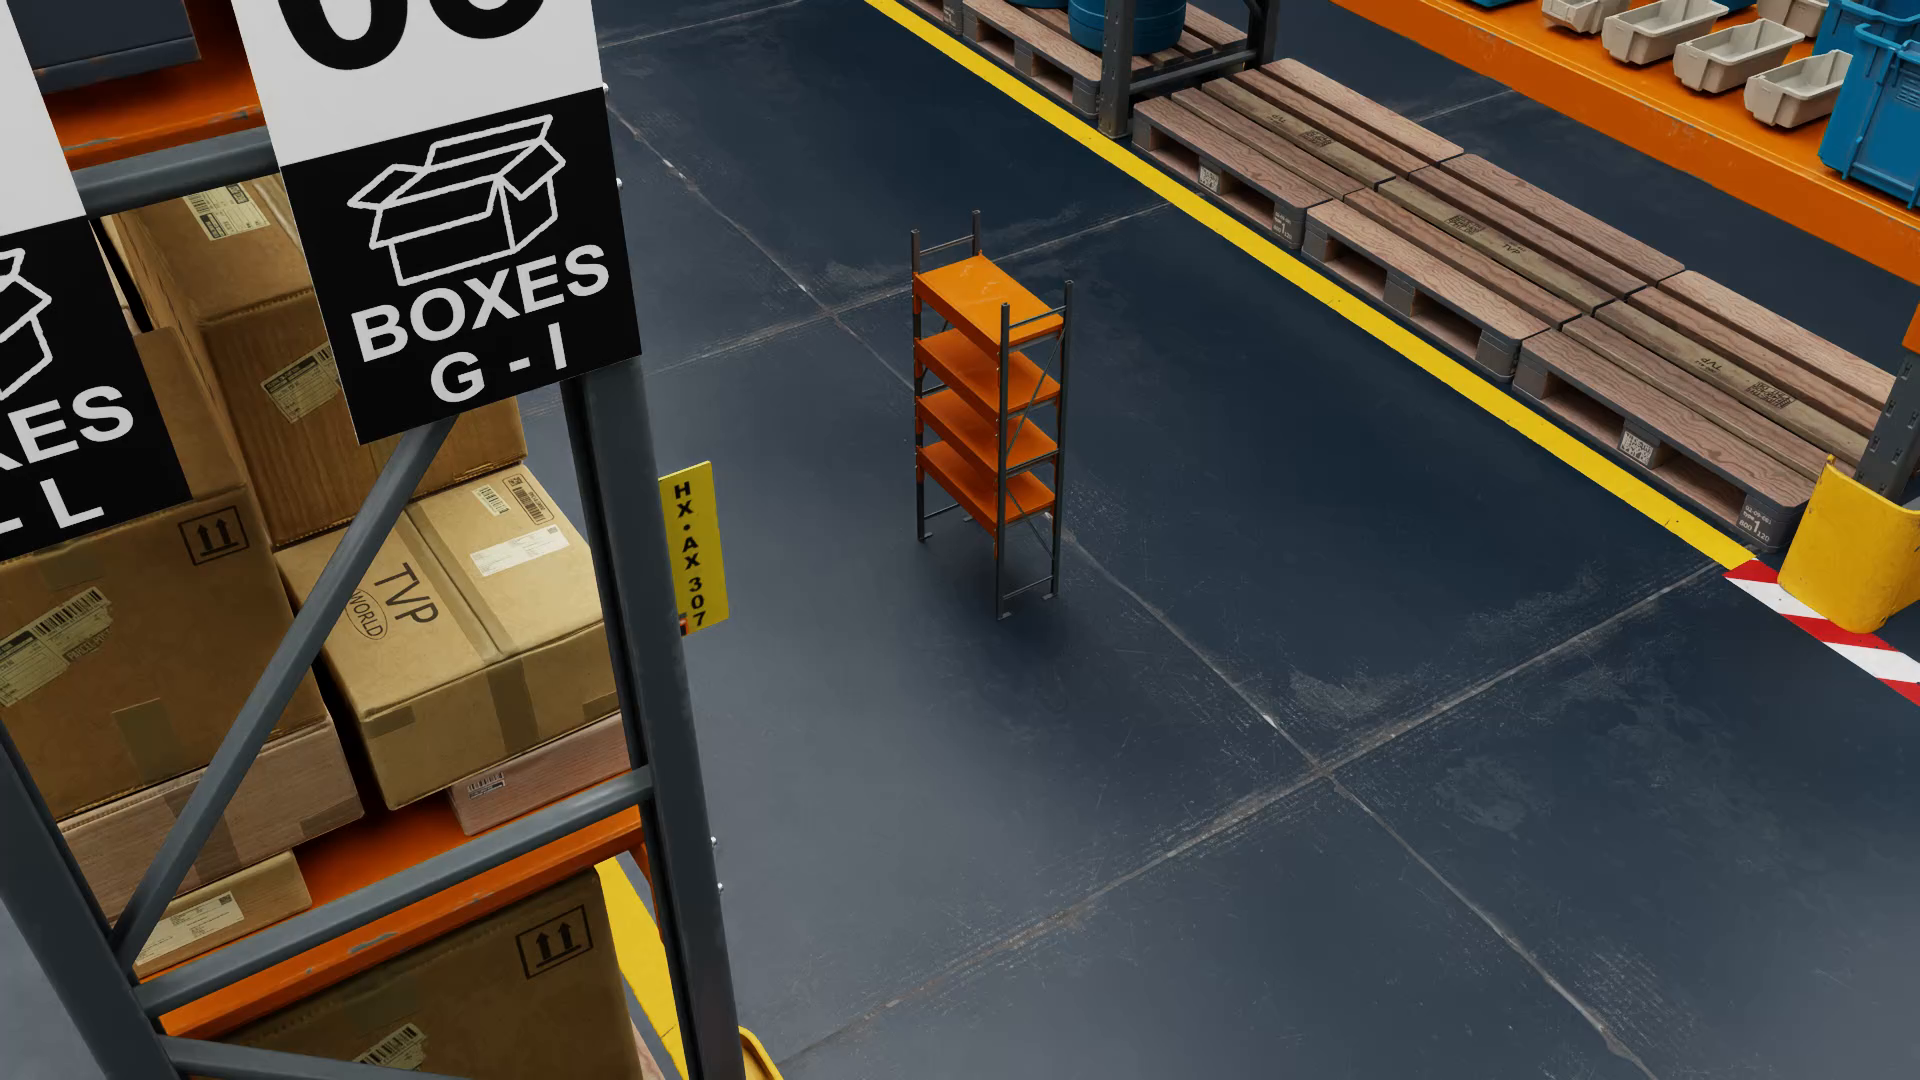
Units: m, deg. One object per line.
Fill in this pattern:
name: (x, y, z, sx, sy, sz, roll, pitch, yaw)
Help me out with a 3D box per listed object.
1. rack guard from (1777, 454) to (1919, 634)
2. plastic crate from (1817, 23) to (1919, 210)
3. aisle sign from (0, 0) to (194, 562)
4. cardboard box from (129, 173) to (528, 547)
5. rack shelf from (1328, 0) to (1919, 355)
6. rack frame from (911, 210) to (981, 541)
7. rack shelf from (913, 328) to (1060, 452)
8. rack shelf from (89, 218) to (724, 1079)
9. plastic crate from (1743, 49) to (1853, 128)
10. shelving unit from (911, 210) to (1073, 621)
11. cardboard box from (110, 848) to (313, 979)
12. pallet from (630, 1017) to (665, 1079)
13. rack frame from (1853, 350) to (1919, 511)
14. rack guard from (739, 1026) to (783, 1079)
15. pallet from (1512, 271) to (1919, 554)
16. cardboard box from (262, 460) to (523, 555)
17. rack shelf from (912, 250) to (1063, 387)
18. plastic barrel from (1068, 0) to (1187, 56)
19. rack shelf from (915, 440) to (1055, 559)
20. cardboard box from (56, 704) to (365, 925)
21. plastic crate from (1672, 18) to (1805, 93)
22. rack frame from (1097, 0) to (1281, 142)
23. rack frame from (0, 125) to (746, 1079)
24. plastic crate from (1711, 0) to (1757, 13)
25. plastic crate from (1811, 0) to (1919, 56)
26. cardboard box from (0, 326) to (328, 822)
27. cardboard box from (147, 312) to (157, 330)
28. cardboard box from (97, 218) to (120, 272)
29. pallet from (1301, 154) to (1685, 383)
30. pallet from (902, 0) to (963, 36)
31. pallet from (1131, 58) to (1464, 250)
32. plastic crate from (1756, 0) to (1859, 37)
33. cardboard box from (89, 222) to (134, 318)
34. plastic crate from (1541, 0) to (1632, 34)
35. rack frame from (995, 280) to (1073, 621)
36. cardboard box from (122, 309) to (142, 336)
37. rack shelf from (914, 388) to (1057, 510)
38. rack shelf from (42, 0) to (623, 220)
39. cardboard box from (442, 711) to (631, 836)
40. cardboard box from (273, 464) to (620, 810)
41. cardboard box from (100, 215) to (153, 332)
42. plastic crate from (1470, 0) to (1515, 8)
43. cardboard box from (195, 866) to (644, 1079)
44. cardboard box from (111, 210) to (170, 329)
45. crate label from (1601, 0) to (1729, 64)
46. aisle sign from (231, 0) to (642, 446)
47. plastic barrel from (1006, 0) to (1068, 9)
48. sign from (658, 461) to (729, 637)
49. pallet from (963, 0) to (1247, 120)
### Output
rack guard: (3.302, -0.165, 5.557, 1.175, 0.500, 0.348, -22, 45, -24)
plastic crate: (2.941, -1.287, 4.876, 0.616, 0.435, 0.499, -22, 45, -24)
aisle sign: (-1.112, -0.285, 1.719, 0.394, 0.787, 0.004, -22, 45, -24)
cardboard box: (-1.197, -0.395, 3.180, 0.500, 0.500, 0.500, -23, 45, -25)
rack shelf: (2.203, -1.937, 6.293, 1.077, 0.370, 4.000, -22, 45, -24)
rack frame: (-0.042, -0.503, 5.417, 0.240, 1.200, 0.015, -22, 45, -24)
rack shelf: (0.089, -0.492, 5.159, 0.258, 0.148, 0.480, -22, 45, -24)
rack shelf: (-1.973, -0.232, 4.247, 1.077, 0.370, 4.000, -22, 45, -24)
plastic crate: (2.687, -1.433, 5.286, 0.396, 0.136, 0.243, -22, 45, -24)
shelving unit: (0.089, -0.372, 5.259, 0.258, 1.200, 0.503, -22, 45, -24)
cardboard box: (-1.367, 0.589, 2.896, 0.380, 0.149, 0.250, -21, 44, -24)
pallet: (-1.394, 1.238, 4.100, 1.003, 0.211, 1.213, -22, 45, -24)
rack frame: (3.278, -1.134, 4.767, 1.000, 3.000, 0.127, -22, 45, -24)
rack guard: (-0.885, 1.545, 3.506, 1.175, 0.500, 0.348, -22, 45, -24)
pallet: (2.867, -0.521, 6.210, 1.003, 0.211, 1.213, -22, 45, -24)
cardboard box: (-1.213, -0.116, 3.430, 0.500, 0.250, 0.500, -23, 45, -25)
rack shelf: (0.089, -0.673, 5.007, 0.258, 0.148, 0.480, -22, 45, -24)
plastic barrel: (0.849, -2.947, 8.255, 0.600, 0.901, 0.708, -22, 45, -24)
rack shelf: (0.089, -0.167, 5.429, 0.258, 0.148, 0.480, -22, 45, -24)
cardboard box: (-1.382, 0.344, 2.878, 0.500, 0.250, 0.500, -23, 45, -25)
plastic crate: (2.543, -1.595, 5.480, 0.396, 0.136, 0.243, -22, 45, -24)
rack frame: (1.127, -3.293, 7.358, 1.000, 3.000, 0.127, -22, 45, -24)
rack frame: (-0.901, 0.572, 2.720, 0.949, 2.616, 0.053, -22, 45, -24)
plastic crate: (2.715, -2.050, 5.950, 0.416, 0.233, 0.300, -22, 45, -24)
plastic crate: (3.069, -1.694, 5.524, 0.416, 0.233, 0.300, -22, 45, -24)
cardboard box: (-1.381, 0.054, 2.641, 0.500, 0.500, 0.500, -22, 44, -24)
cardboard box: (-1.481, -0.388, 3.757, 0.500, 0.250, 0.500, -24, 45, -26)
cardboard box: (-2.035, -0.942, 4.423, 0.500, 0.250, 0.500, -21, 44, -24)
pallet: (2.216, -1.179, 7.000, 1.003, 0.211, 1.213, -22, 45, -24)
pallet: (0.088, -3.311, 9.559, 1.003, 0.211, 1.213, -22, 45, -24)
pallet: (1.555, -1.838, 7.791, 1.003, 0.211, 1.213, -22, 45, -24)
plastic crate: (2.956, -1.870, 5.810, 0.250, 0.136, 0.298, -22, 45, -24)
cardboard box: (-2.212, -0.484, 3.872, 0.500, 0.250, 0.500, -22, 45, -24)
plastic crate: (2.198, -1.890, 5.834, 0.298, 0.136, 0.250, -22, 45, -24)
rack frame: (0.220, -0.240, 5.101, 0.240, 1.200, 0.015, -22, 45, -24)
cardboard box: (-1.928, -0.204, 3.537, 0.500, 0.250, 0.500, -24, 45, -26)
rack shelf: (0.089, -0.320, 5.302, 0.258, 0.148, 0.480, -22, 45, -24)
rack shelf: (-1.973, -1.384, 3.287, 1.077, 0.370, 4.000, -22, 45, -24)
cardboard box: (-0.811, 0.363, 3.168, 0.380, 0.149, 0.250, -22, 44, -24)
cardboard box: (-0.928, 0.163, 3.097, 0.500, 0.250, 0.500, -23, 45, -25)
cardboard box: (-1.766, -0.668, 4.093, 0.500, 0.250, 0.500, -23, 45, -25)
plastic crate: (1.958, -2.113, 6.026, 0.416, 0.233, 0.300, -22, 45, -24)
cardboard box: (-1.309, 0.908, 3.649, 0.875, 0.875, 0.875, -22, 45, -24)
cardboard box: (-1.481, -0.673, 3.513, 0.500, 0.500, 0.500, -23, 45, -26)
crate label: (2.373, -1.737, 5.650, 0.396, 0.136, 0.243, -22, 45, -24)
aisle sign: (-0.606, -0.492, 1.966, 0.394, 0.787, 0.004, -22, 45, -24)
plastic barrel: (0.468, -3.329, 8.714, 0.600, 0.901, 0.708, -22, 45, -24)
sign: (-0.427, 0.020, 2.644, 0.100, 0.325, 0.005, -22, 45, -24)
pallet: (0.748, -2.652, 8.768, 1.003, 0.211, 1.213, -22, 45, -24)
